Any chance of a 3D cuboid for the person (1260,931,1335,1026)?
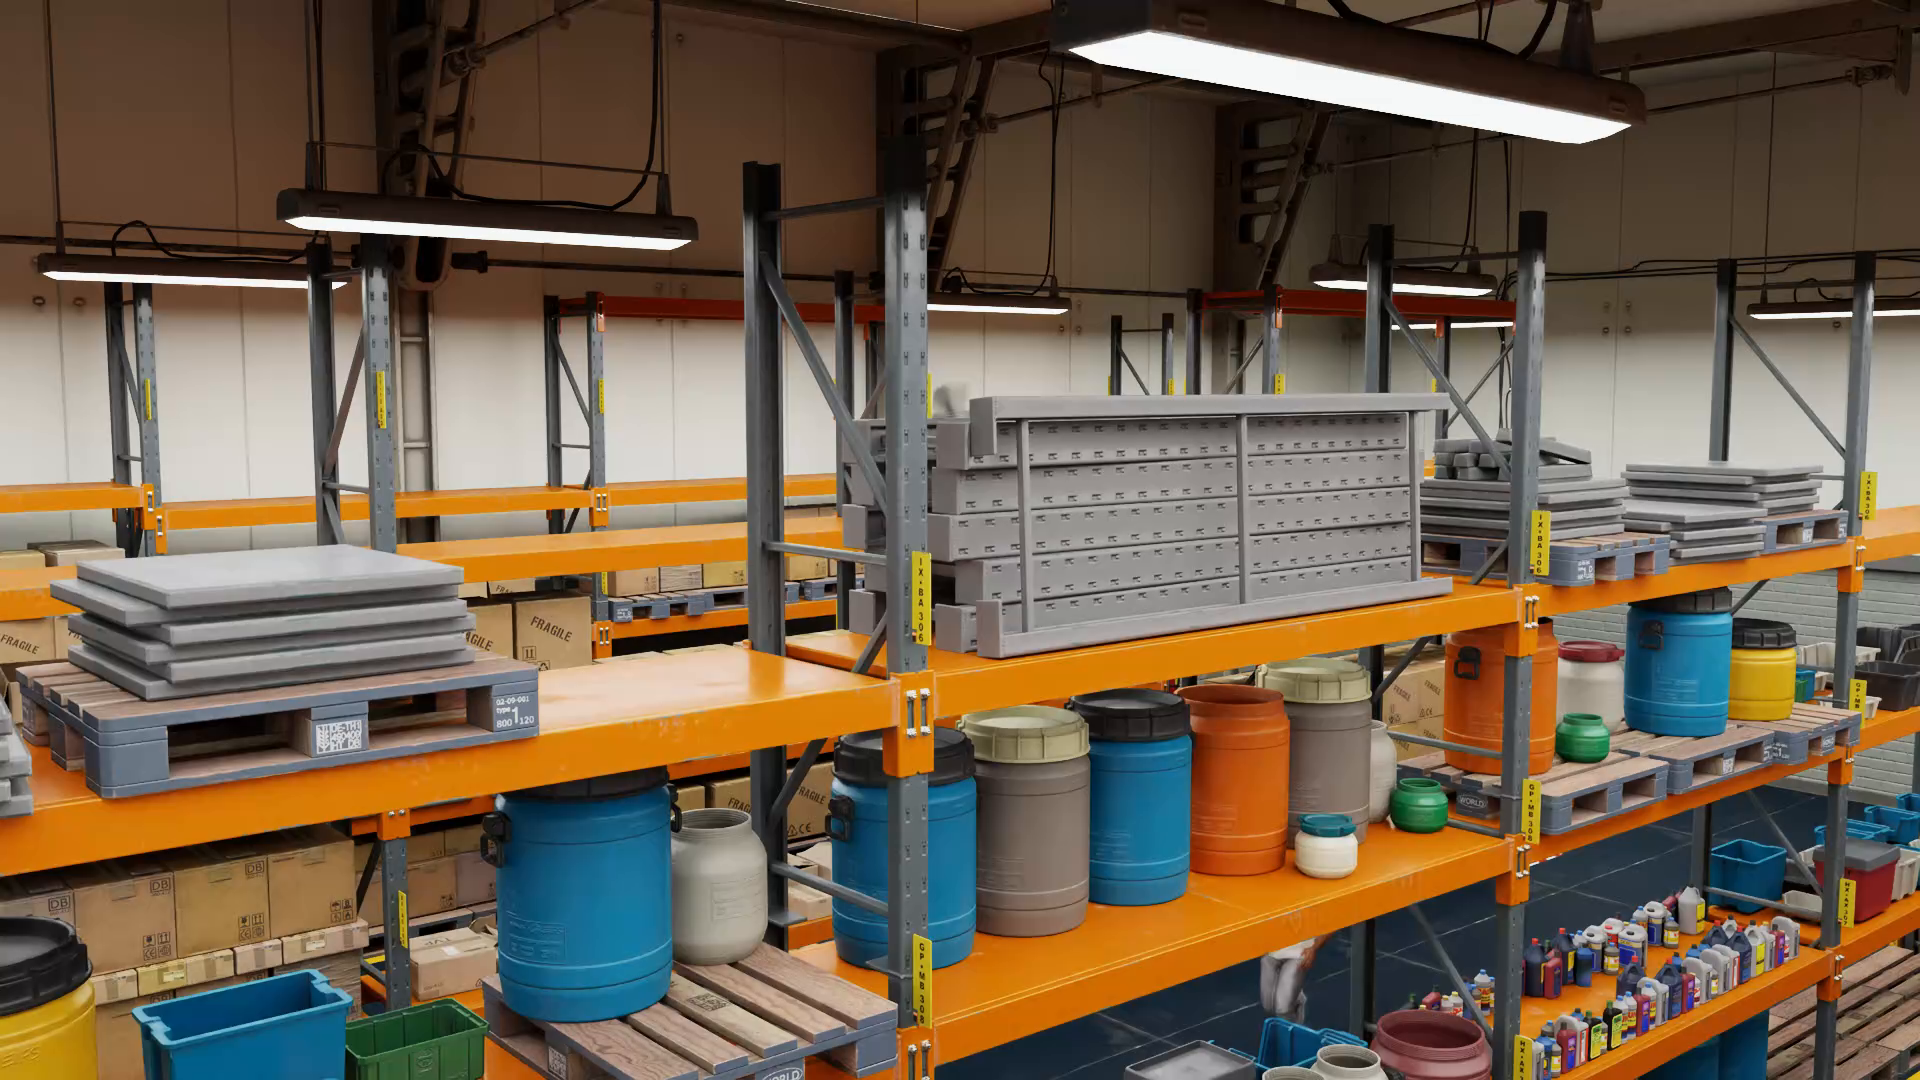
[{"bbox_3d":[2.535,3.105,12.618,0.689,1.715,0.653,5,7,42],"label":"person"}]
